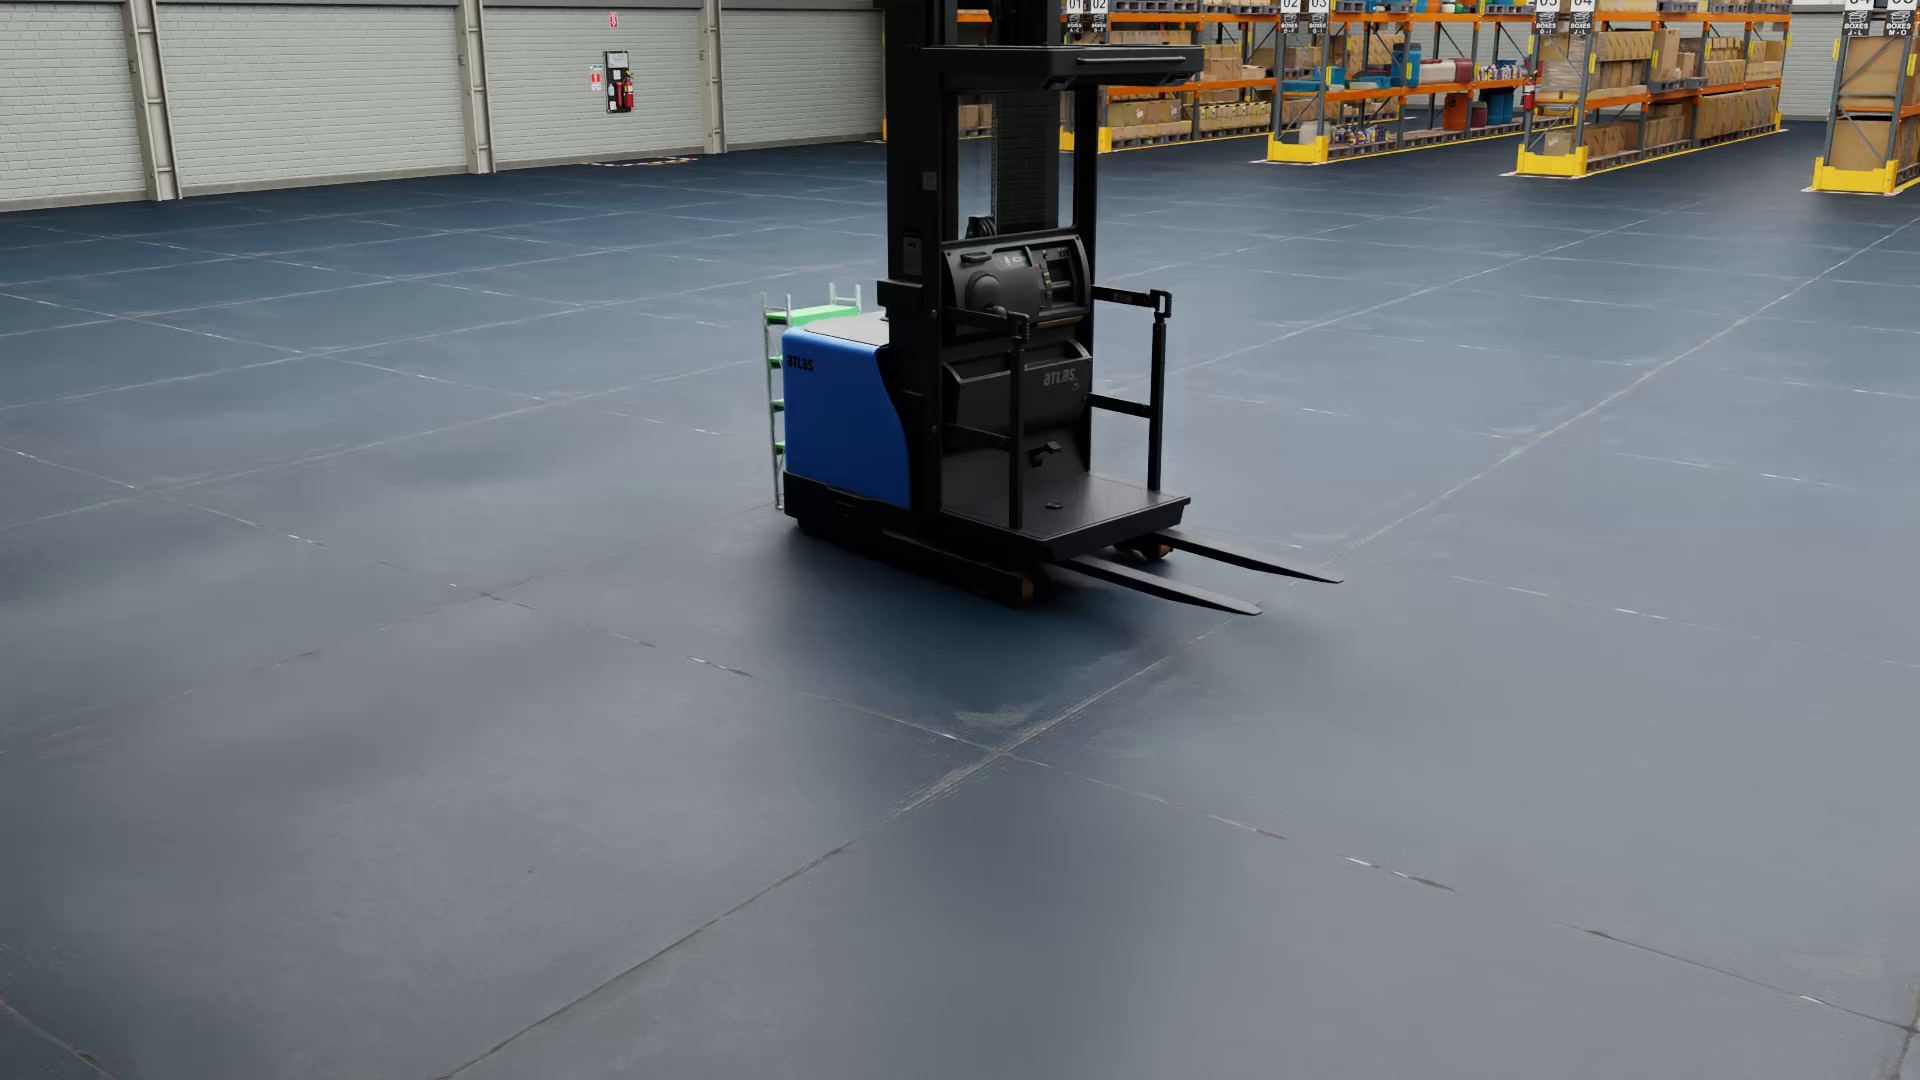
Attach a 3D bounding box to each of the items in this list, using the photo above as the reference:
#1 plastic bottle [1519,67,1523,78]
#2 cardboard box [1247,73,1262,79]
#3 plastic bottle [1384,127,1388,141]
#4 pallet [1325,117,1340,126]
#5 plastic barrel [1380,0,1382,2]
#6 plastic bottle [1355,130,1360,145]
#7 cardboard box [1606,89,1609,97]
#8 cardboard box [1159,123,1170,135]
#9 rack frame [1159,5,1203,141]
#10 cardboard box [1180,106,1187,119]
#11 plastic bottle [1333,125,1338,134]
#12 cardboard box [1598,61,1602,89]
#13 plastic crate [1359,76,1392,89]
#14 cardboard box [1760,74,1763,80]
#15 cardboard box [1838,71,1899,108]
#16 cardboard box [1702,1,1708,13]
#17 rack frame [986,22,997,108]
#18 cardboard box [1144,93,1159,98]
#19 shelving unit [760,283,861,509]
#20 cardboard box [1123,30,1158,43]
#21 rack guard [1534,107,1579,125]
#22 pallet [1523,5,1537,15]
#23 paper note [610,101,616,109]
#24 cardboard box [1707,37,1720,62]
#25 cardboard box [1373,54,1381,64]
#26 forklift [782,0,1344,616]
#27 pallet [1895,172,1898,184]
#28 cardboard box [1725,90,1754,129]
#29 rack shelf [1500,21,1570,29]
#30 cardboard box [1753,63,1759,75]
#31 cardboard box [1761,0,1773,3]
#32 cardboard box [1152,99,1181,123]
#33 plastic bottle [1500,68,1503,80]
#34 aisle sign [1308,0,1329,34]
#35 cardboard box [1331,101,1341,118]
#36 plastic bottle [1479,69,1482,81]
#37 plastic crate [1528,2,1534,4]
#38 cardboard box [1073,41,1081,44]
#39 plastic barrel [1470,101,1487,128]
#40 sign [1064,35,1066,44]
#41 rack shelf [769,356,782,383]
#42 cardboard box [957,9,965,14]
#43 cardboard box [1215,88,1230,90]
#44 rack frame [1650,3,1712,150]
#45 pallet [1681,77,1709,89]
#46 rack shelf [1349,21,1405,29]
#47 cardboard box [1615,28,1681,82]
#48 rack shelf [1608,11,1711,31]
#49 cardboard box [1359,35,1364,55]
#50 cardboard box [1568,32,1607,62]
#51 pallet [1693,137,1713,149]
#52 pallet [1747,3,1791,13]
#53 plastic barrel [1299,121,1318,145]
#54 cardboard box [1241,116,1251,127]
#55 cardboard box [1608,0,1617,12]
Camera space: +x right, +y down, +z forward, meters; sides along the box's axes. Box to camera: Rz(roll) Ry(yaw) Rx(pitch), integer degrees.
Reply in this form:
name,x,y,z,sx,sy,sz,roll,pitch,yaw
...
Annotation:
name,x,y,z,sx,sy,sz,roll,pitch,yaw
plastic bottle,13.840,-11.569,41.149,0.152,0.276,0.135,12,21,35
cardboard box,7.142,-11.320,40.561,0.380,0.149,0.250,12,21,35
plastic bottle,9.027,-8.614,35.262,0.061,0.283,0.133,14,22,37
pallet,9.385,-11.123,44.207,1.003,0.211,1.213,12,21,35
plastic barrel,8.635,-11.492,34.739,0.421,0.512,0.421,0,17,0
plastic bottle,8.146,-8.261,34.128,0.061,0.283,0.133,13,21,36
cardboard box,11.744,-8.251,30.678,0.380,0.149,0.250,12,21,35
cardboard box,4.380,-9.249,37.399,0.500,0.250,0.500,12,21,35
rack frame,5.073,-10.750,38.303,1.000,3.000,0.127,12,21,35
cardboard box,5.084,-10.052,39.039,0.500,0.311,0.500,12,21,35
plastic bottle,7.869,-8.554,34.955,0.144,0.351,0.185,12,21,34
cardboard box,11.195,-8.502,30.394,0.875,0.500,0.500,12,21,35
plastic crate,8.607,-9.491,34.500,0.499,0.251,0.616,12,21,35
cardboard box,19.009,-11.105,39.868,0.380,0.149,0.250,13,21,35
cardboard box,14.751,-7.313,26.983,0.875,0.550,0.550,12,21,35
cardboard box,15.324,-11.156,34.804,0.500,0.250,0.500,12,21,35
rack frame,1.092,-11.624,41.119,1.000,3.000,0.127,12,21,35
cardboard box,5.049,-12.314,46.255,0.750,0.750,0.750,13,22,36
shelving unit,-0.796,-0.796,9.258,0.503,1.200,0.258,-16,20,-41
cardboard box,3.917,-10.952,36.597,0.700,0.500,0.500,12,21,35
rack guard,16.203,-11.546,45.082,1.175,0.500,0.348,12,21,35
pallet,13.427,-12.918,40.544,1.213,0.211,1.003,12,21,35
paper note,-6.808,-8.530,32.639,0.016,0.148,0.142,12,21,35
cardboard box,16.249,-10.804,36.617,0.797,0.503,0.637,13,21,36
cardboard box,11.266,-13.139,45.828,0.500,0.500,0.500,12,21,34
forklift,0.431,-1.266,7.878,1.130,2.935,3.031,-16,23,-41
pallet,14.980,-6.018,27.767,1.003,0.211,1.213,12,21,35
cardboard box,18.251,-10.233,39.512,0.875,0.875,0.875,12,21,35
rack shelf,15.007,-13.345,42.813,1.077,0.370,4.000,12,21,35
cardboard box,18.584,-11.158,39.367,0.500,0.250,0.500,12,21,34
cardboard box,18.961,-13.056,39.627,0.700,0.500,0.500,14,22,37
cardboard box,4.665,-9.729,37.680,0.500,0.500,0.500,12,21,35
plastic bottle,13.003,-11.215,39.997,0.061,0.283,0.133,12,21,35
aisle sign,6.858,-10.094,31.806,0.394,0.787,0.004,12,21,35
cardboard box,9.776,-11.504,44.203,0.500,0.500,0.500,12,21,34
plastic bottle,12.182,-10.887,38.941,0.061,0.283,0.133,12,21,35
plastic crate,15.068,-13.820,43.234,0.504,0.338,0.767,12,21,35
cardboard box,3.114,-12.978,43.474,0.380,0.149,0.250,9,19,26
plastic barrel,12.383,-10.264,40.096,0.600,0.588,0.708,12,21,35
sign,2.262,-10.563,35.348,0.100,0.325,0.005,12,21,35
rack shelf,-0.803,-0.966,9.213,0.480,0.148,0.258,-16,20,-41
cardboard box,-0.236,-12.443,38.495,0.500,0.500,0.500,14,22,37
cardboard box,7.824,-13.491,49.542,0.380,0.149,0.250,13,22,36
rack frame,15.410,-9.951,35.731,1.000,3.000,0.127,12,21,35
pallet,15.071,-9.671,35.152,1.213,0.211,1.003,12,21,35
rack shelf,11.031,-14.221,45.634,1.077,0.370,4.000,12,21,35
cardboard box,13.612,-9.650,33.041,1.000,1.000,1.000,13,21,35
rack shelf,14.218,-10.564,33.859,1.077,0.370,4.000,12,21,35
cardboard box,10.653,-13.366,44.873,0.500,0.500,0.500,12,21,33
cardboard box,11.190,-8.796,29.655,0.500,0.500,0.500,12,21,35
pallet,15.940,-8.794,36.706,1.003,0.211,1.213,12,21,35
pallet,19.743,-13.068,40.860,1.003,0.211,1.213,12,21,35
plastic barrel,6.996,-8.104,33.268,0.421,0.512,0.421,0,17,0
cardboard box,6.732,-10.179,40.393,0.500,0.250,0.500,13,21,36
cardboard box,11.440,-9.600,29.794,0.500,0.250,0.500,12,21,33
